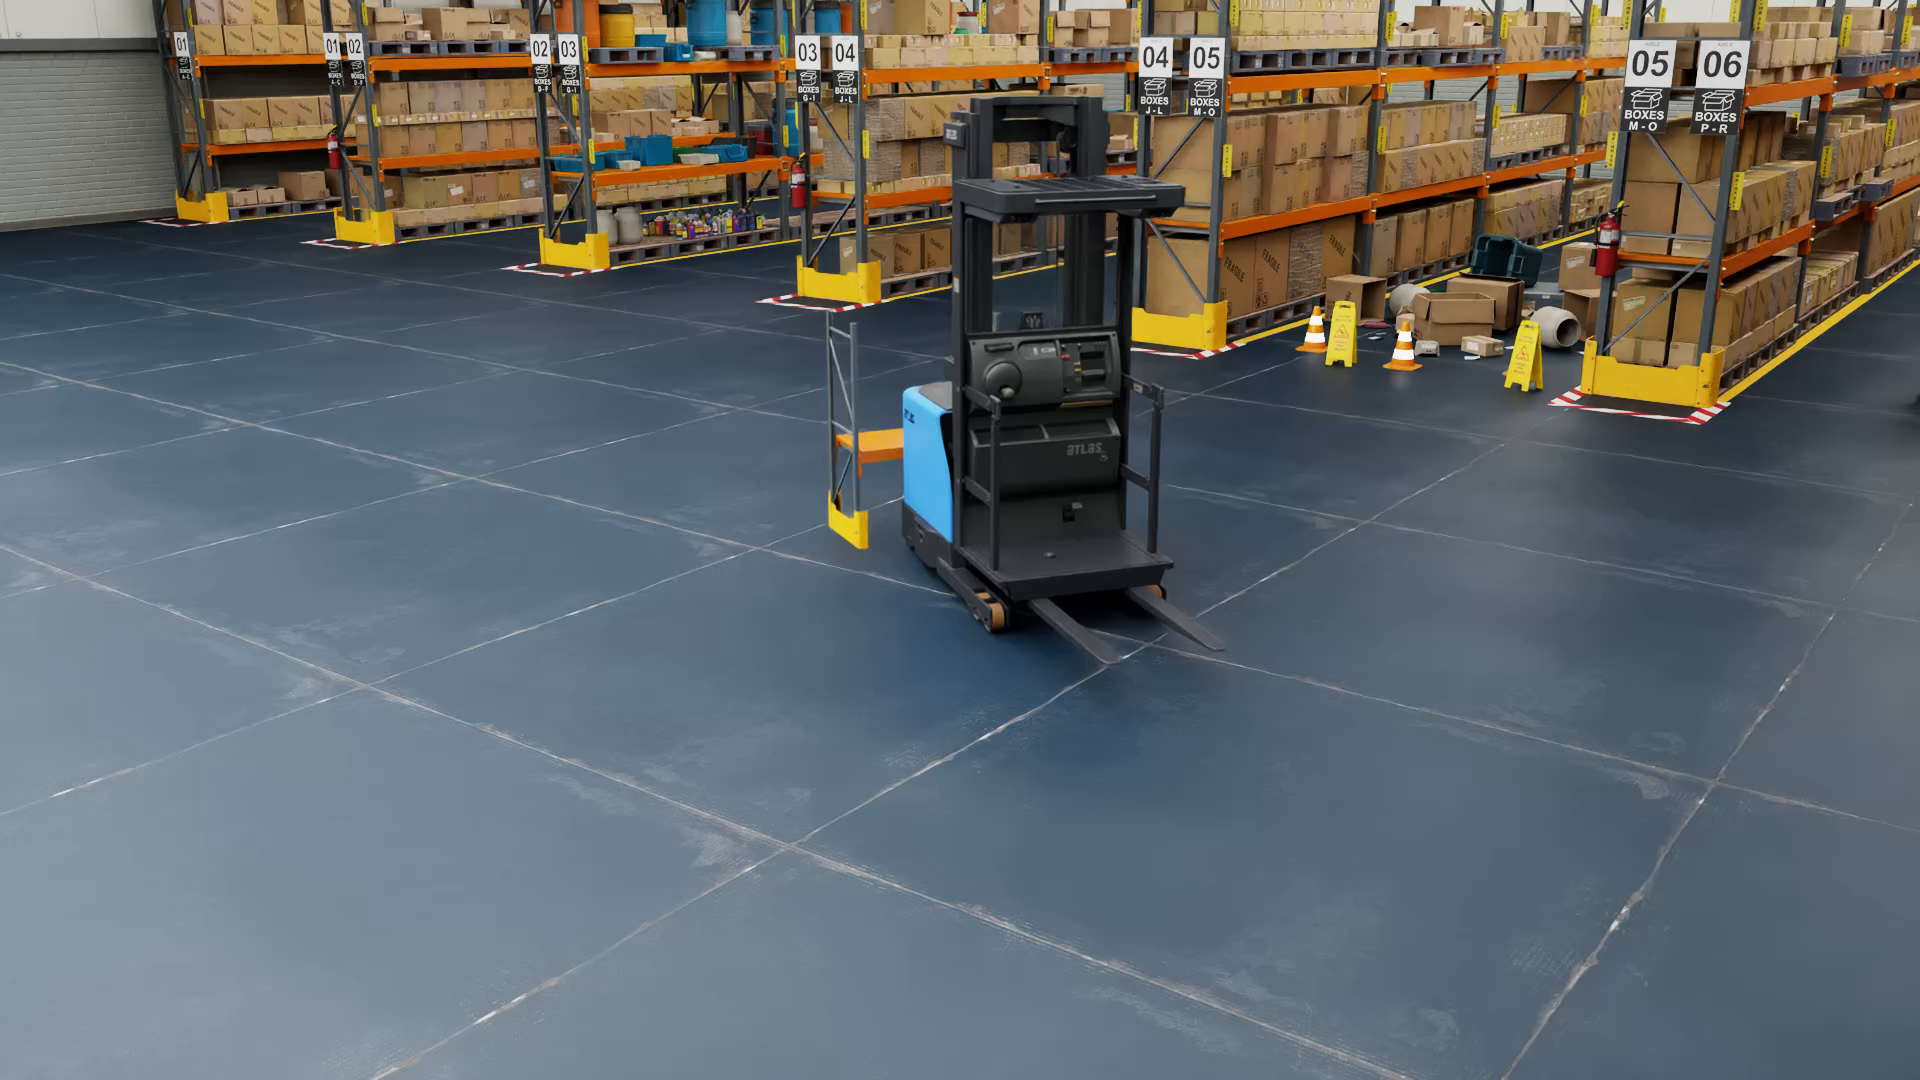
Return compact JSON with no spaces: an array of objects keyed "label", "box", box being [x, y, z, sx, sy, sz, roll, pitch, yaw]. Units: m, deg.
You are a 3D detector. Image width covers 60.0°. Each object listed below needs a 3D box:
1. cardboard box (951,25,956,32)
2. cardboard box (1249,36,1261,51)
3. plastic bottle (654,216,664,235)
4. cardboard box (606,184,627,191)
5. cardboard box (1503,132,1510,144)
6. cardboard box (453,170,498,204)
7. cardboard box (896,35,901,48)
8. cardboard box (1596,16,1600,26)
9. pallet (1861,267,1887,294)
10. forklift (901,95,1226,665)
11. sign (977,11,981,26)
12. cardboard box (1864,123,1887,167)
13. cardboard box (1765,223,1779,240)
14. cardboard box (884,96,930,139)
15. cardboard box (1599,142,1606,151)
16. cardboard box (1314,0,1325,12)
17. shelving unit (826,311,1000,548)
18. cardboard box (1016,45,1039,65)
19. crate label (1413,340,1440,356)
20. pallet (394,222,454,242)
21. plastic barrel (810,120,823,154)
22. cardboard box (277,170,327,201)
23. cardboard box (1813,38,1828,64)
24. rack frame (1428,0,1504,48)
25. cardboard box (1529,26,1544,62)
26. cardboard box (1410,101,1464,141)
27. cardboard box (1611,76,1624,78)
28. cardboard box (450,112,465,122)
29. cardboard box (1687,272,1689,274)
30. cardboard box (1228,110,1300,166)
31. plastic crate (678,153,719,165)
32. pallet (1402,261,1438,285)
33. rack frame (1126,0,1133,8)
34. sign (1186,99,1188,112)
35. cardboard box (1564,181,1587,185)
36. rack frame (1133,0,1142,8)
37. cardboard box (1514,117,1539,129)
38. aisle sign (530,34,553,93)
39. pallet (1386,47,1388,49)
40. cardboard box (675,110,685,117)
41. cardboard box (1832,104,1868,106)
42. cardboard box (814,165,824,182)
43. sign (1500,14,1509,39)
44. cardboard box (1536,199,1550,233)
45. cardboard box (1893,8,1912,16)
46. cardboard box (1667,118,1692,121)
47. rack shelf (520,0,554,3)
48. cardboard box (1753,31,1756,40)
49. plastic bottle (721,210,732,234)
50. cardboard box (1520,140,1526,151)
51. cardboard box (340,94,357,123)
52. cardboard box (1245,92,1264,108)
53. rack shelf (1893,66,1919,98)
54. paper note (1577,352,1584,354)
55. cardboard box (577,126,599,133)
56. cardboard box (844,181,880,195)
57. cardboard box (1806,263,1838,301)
[{"label":"cardboard box","box":[-0.403,-11.373,37.160,0.500,0.250,0.500,12,21,35]},{"label":"cardboard box","box":[2.952,-5.244,17.560,0.380,0.149,0.250,13,21,35]},{"label":"plastic bottle","box":[-4.648,-4.852,25.661,0.152,0.276,0.135,13,21,35]},{"label":"cardboard box","box":[-6.406,-6.529,30.195,0.500,0.311,0.500,12,21,34]},{"label":"cardboard box","box":[7.871,-5.934,24.507,0.380,0.149,0.250,12,21,33]},{"label":"cardboard box","box":[-8.144,-5.940,27.976,0.500,0.500,0.500,12,21,35]},{"label":"cardboard box","box":[-0.951,-6.200,20.674,0.380,0.149,0.250,12,21,34]},{"label":"cardboard box","box":[10.046,-8.331,26.692,0.380,0.149,0.250,11,21,32]},{"label":"pallet","box":[11.672,-3.494,22.141,1.003,0.211,1.213,12,21,35]},{"label":"forklift","box":[0.575,-1.011,9.556,1.130,2.935,3.031,-6,18,-18]},{"label":"sign","box":[0.429,-11.812,37.673,0.100,0.325,0.005,12,21,35]},{"label":"cardboard box","box":[11.094,-4.885,20.537,0.500,0.500,0.500,12,21,33]},{"label":"cardboard box","box":[7.908,-3.083,16.536,0.380,0.149,0.250,13,21,35]},{"label":"cardboard box","box":[-0.734,-5.365,21.107,0.500,0.500,0.500,12,21,35]},{"label":"cardboard box","box":[10.666,-6.667,28.078,0.380,0.149,0.250,14,22,37]},{"label":"cardboard box","box":[3.856,-5.986,18.607,0.380,0.149,0.250,13,21,35]},{"label":"shelving unit","box":[-0.305,-0.803,11.300,1.083,1.500,0.587,-8,19,-23]},{"label":"cardboard box","box":[0.737,-6.656,22.816,0.500,0.250,0.500,13,22,37]},{"label":"crate label","box":[4.919,-2.023,17.527,0.250,0.136,0.298,2,17,6]},{"label":"pallet","box":[-9.116,-5.107,27.332,1.003,0.211,1.213,12,21,35]},{"label":"plastic barrel","box":[-2.432,-6.579,27.144,0.433,0.535,0.433,0,17,0]},{"label":"cardboard box","box":[-12.217,-6.590,30.881,0.700,0.500,0.500,11,20,31]},{"label":"cardboard box","box":[8.411,-4.929,16.751,0.500,0.250,0.500,12,21,34]},{"label":"rack frame","box":[7.106,-8.367,23.015,1.000,3.000,0.127,12,21,35]},{"label":"cardboard box","box":[8.246,-7.312,24.505,0.500,0.500,0.500,12,21,35]},{"label":"cardboard box","box":[6.530,-5.802,23.014,0.700,0.500,0.500,12,21,34]},{"label":"cardboard box","box":[11.497,-7.801,28.952,0.500,0.500,0.500,12,21,33]},{"label":"cardboard box","box":[-8.365,-6.969,27.365,0.380,0.149,0.250,12,21,34]},{"label":"cardboard box","box":[7.118,-2.760,16.642,0.380,0.149,0.250,14,22,37]},{"label":"cardboard box","box":[3.288,-4.522,18.675,0.875,0.550,0.550,12,21,35]},{"label":"plastic crate","box":[-3.943,-5.768,25.204,0.530,0.136,0.437,12,21,35]},{"label":"pallet","box":[5.848,-3.707,22.824,1.003,0.211,1.213,12,21,35]},{"label":"rack frame","box":[3.971,-12.049,34.869,1.000,3.000,0.127,12,21,35]},{"label":"sign","box":[3.624,-6.824,26.343,0.100,0.325,0.005,12,21,35]},{"label":"cardboard box","box":[10.885,-6.268,29.466,0.380,0.149,0.250,11,20,32]},{"label":"rack frame","box":[3.182,-9.268,25.915,1.000,3.000,0.127,12,21,35]},{"label":"cardboard box","box":[8.629,-6.379,25.441,0.380,0.149,0.250,11,21,32]},{"label":"aisle sign","box":[-5.843,-6.650,23.215,0.394,0.787,0.004,12,21,35]},{"label":"pallet","box":[7.516,-9.520,31.933,1.003,0.211,1.213,12,21,35]},{"label":"cardboard box","box":[-6.474,-9.676,37.735,0.380,0.149,0.250,13,21,36]},{"label":"cardboard box","box":[11.840,-5.587,22.323,0.500,0.500,0.500,12,21,35]},{"label":"cardboard box","box":[-3.052,-7.720,34.517,0.500,0.500,0.500,13,21,35]},{"label":"sign","box":[7.546,-7.120,23.049,0.100,0.325,0.005,12,21,35]},{"label":"cardboard box","box":[8.944,-5.119,26.176,0.500,0.500,0.500,12,21,33]},{"label":"cardboard box","box":[14.302,-7.661,24.748,0.797,0.503,0.637,14,22,39]},{"label":"cardboard box","box":[7.032,-3.833,16.172,0.700,0.500,0.500,12,21,34]},{"label":"rack shelf","box":[-9.943,-10.883,33.002,1.077,0.370,4.000,12,21,35]},{"label":"cardboard box","box":[6.888,-4.551,14.862,0.380,0.149,0.250,12,21,34]},{"label":"plastic bottle","box":[-3.638,-4.943,25.829,0.144,0.351,0.185,12,21,34]},{"label":"cardboard box","box":[8.323,-5.970,25.126,0.380,0.149,0.250,13,21,35]},{"label":"cardboard box","box":[-11.461,-8.085,31.176,0.500,0.500,0.500,12,21,34]},{"label":"cardboard box","box":[4.774,-7.567,28.694,0.797,0.503,0.637,13,21,35]},{"label":"rack shelf","box":[12.333,-6.217,22.361,1.077,0.370,4.000,12,21,35]},{"label":"paper note","box":[6.602,-1.984,17.581,0.142,0.019,0.148,5,18,16]},{"label":"cardboard box","box":[-6.778,-7.379,30.175,0.396,0.266,0.258,12,21,33]},{"label":"cardboard box","box":[-1.223,-4.403,20.789,0.380,0.149,0.250,12,21,35]},{"label":"cardboard box","box":[9.907,-3.108,19.916,0.950,0.372,0.625,13,22,36]}]
